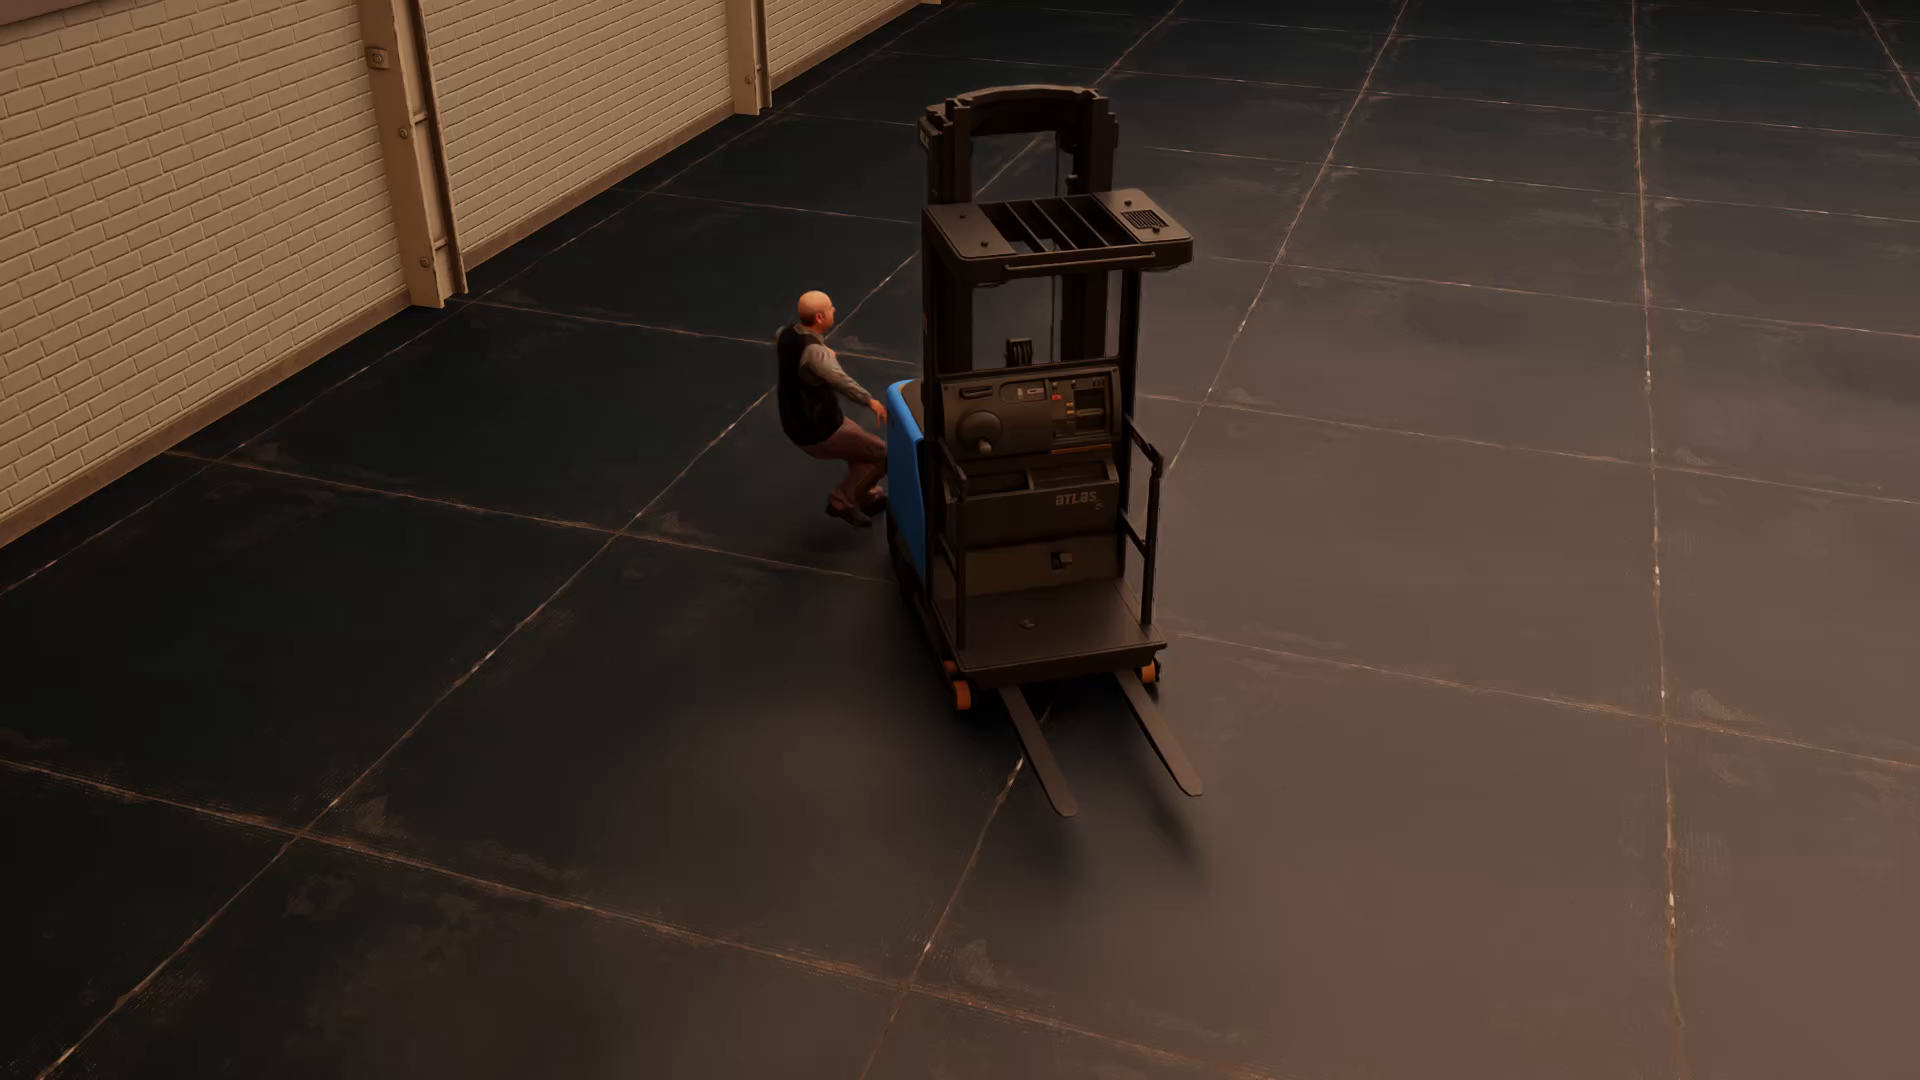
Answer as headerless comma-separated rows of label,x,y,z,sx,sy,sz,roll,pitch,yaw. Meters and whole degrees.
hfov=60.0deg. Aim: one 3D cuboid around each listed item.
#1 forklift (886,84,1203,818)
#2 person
forklift,0.418,-0.602,8.193,1.130,2.935,3.031,-7,30,-12
person,-0.668,-0.761,9.858,0.836,1.572,1.041,-11,32,-19
